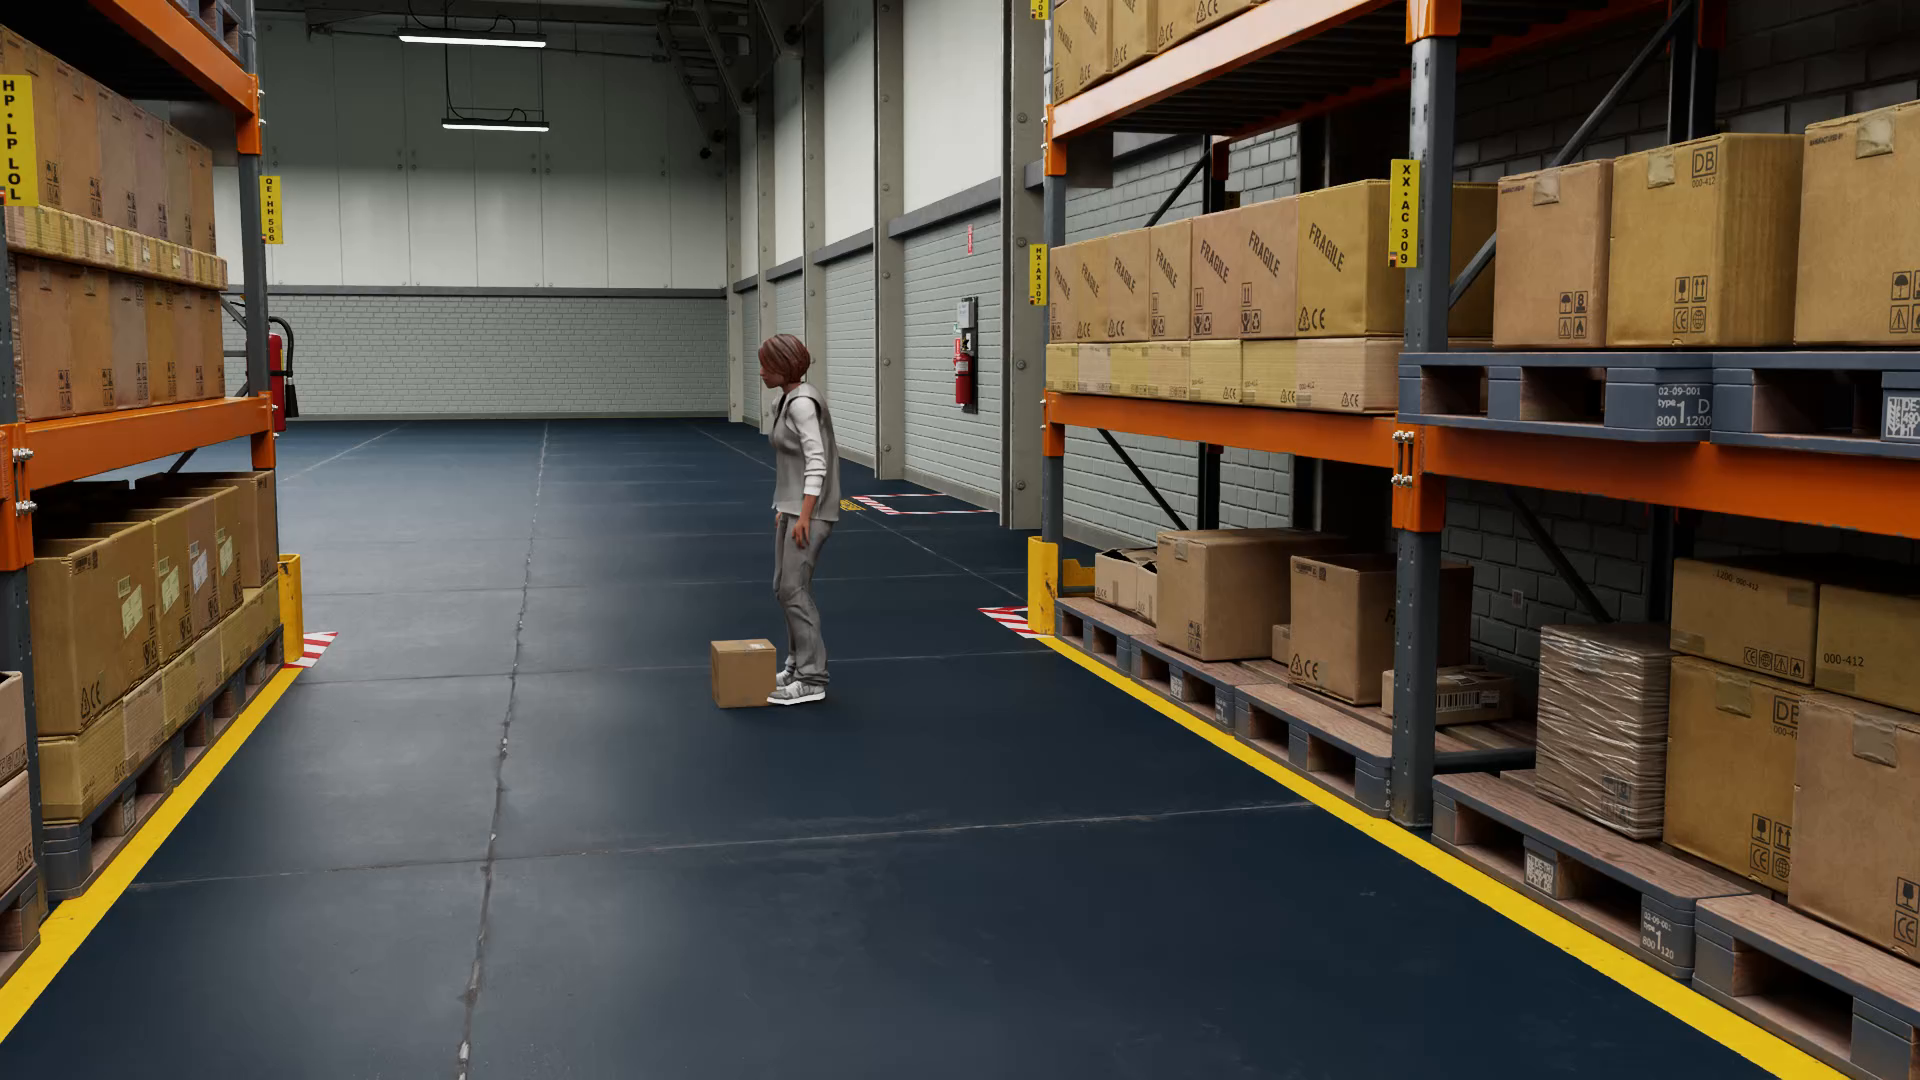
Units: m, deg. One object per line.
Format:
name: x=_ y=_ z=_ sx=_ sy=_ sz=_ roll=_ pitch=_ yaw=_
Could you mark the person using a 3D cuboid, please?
person: x=-0.705 y=-0.094 z=7.233 sx=0.348 sy=1.591 sz=0.478 roll=-2 pitch=7 yaw=-17
